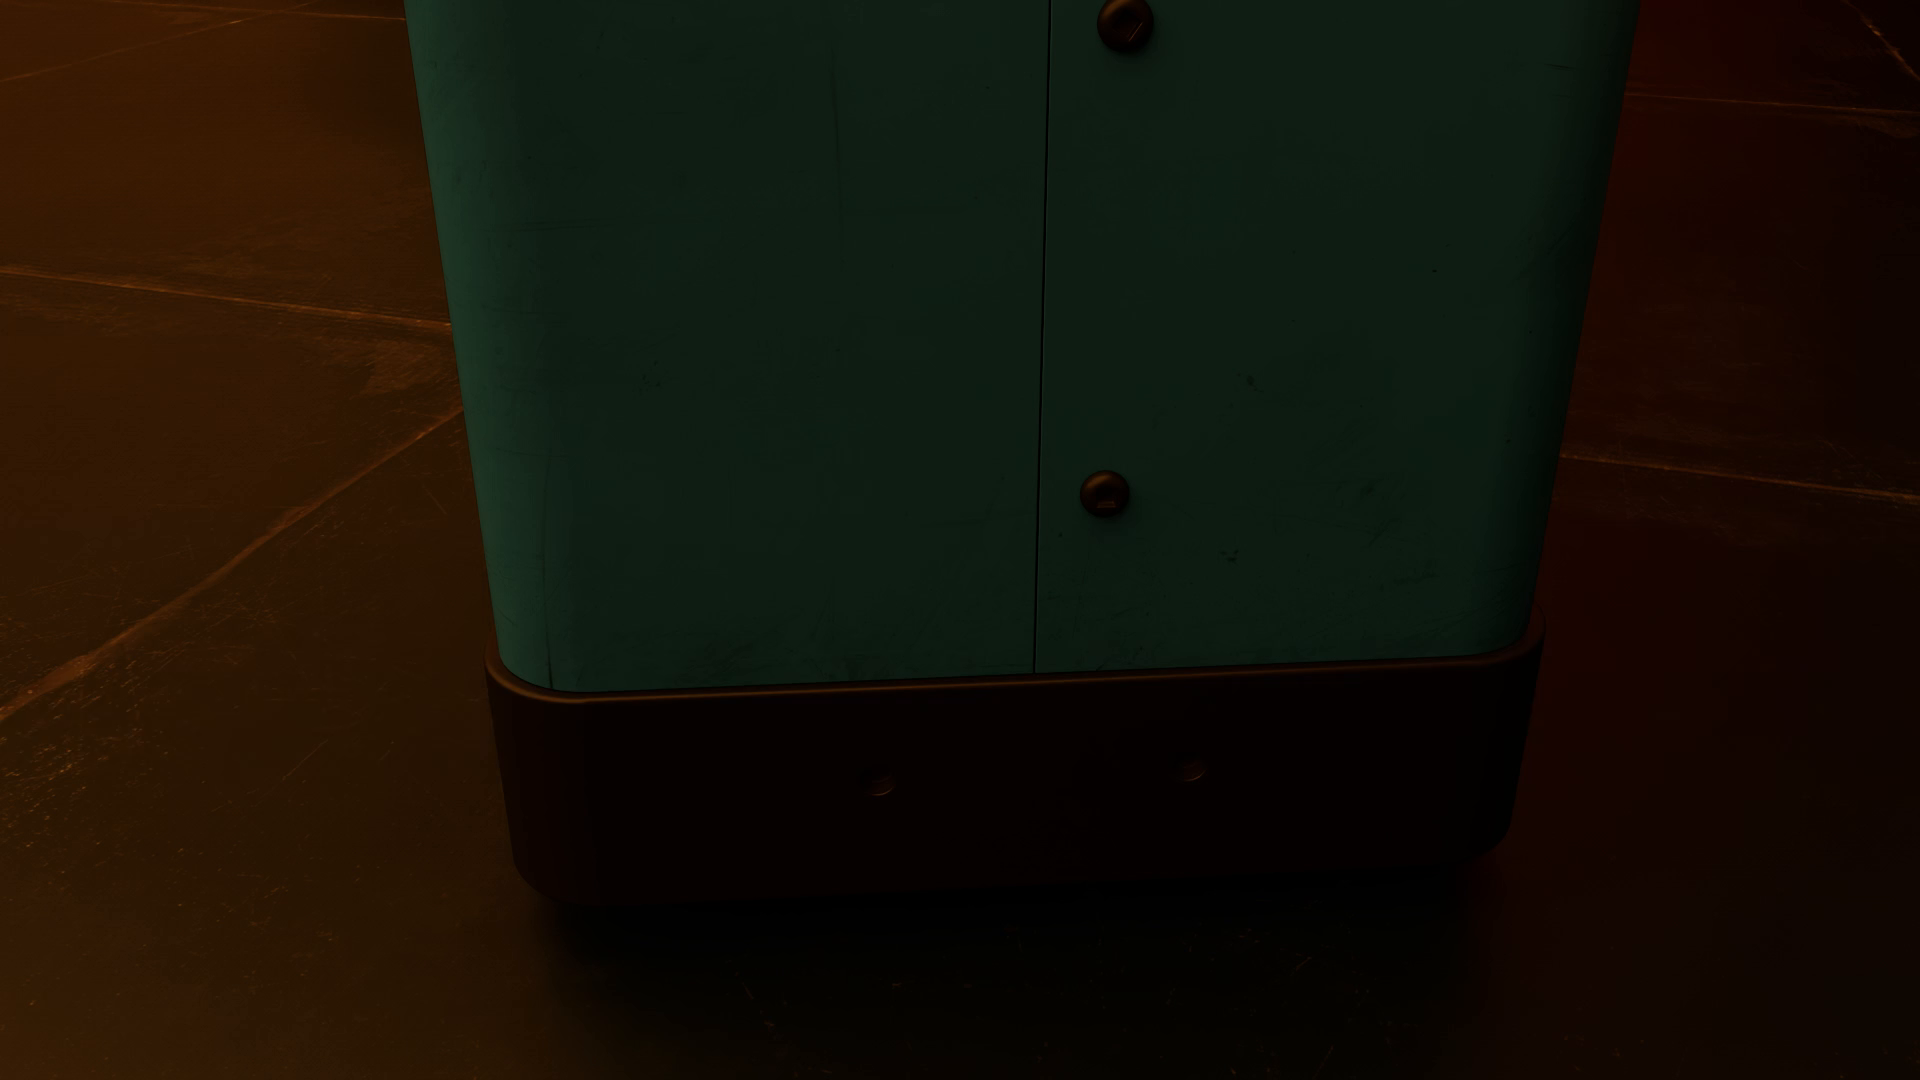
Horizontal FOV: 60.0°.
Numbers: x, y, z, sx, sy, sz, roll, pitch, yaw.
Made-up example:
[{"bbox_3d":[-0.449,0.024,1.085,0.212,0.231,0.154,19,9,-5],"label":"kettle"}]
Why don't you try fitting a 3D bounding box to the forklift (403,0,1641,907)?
[{"bbox_3d":[-0.048,-1.581,2.374,1.130,2.935,3.031,-2,27,-4],"label":"forklift"}]
